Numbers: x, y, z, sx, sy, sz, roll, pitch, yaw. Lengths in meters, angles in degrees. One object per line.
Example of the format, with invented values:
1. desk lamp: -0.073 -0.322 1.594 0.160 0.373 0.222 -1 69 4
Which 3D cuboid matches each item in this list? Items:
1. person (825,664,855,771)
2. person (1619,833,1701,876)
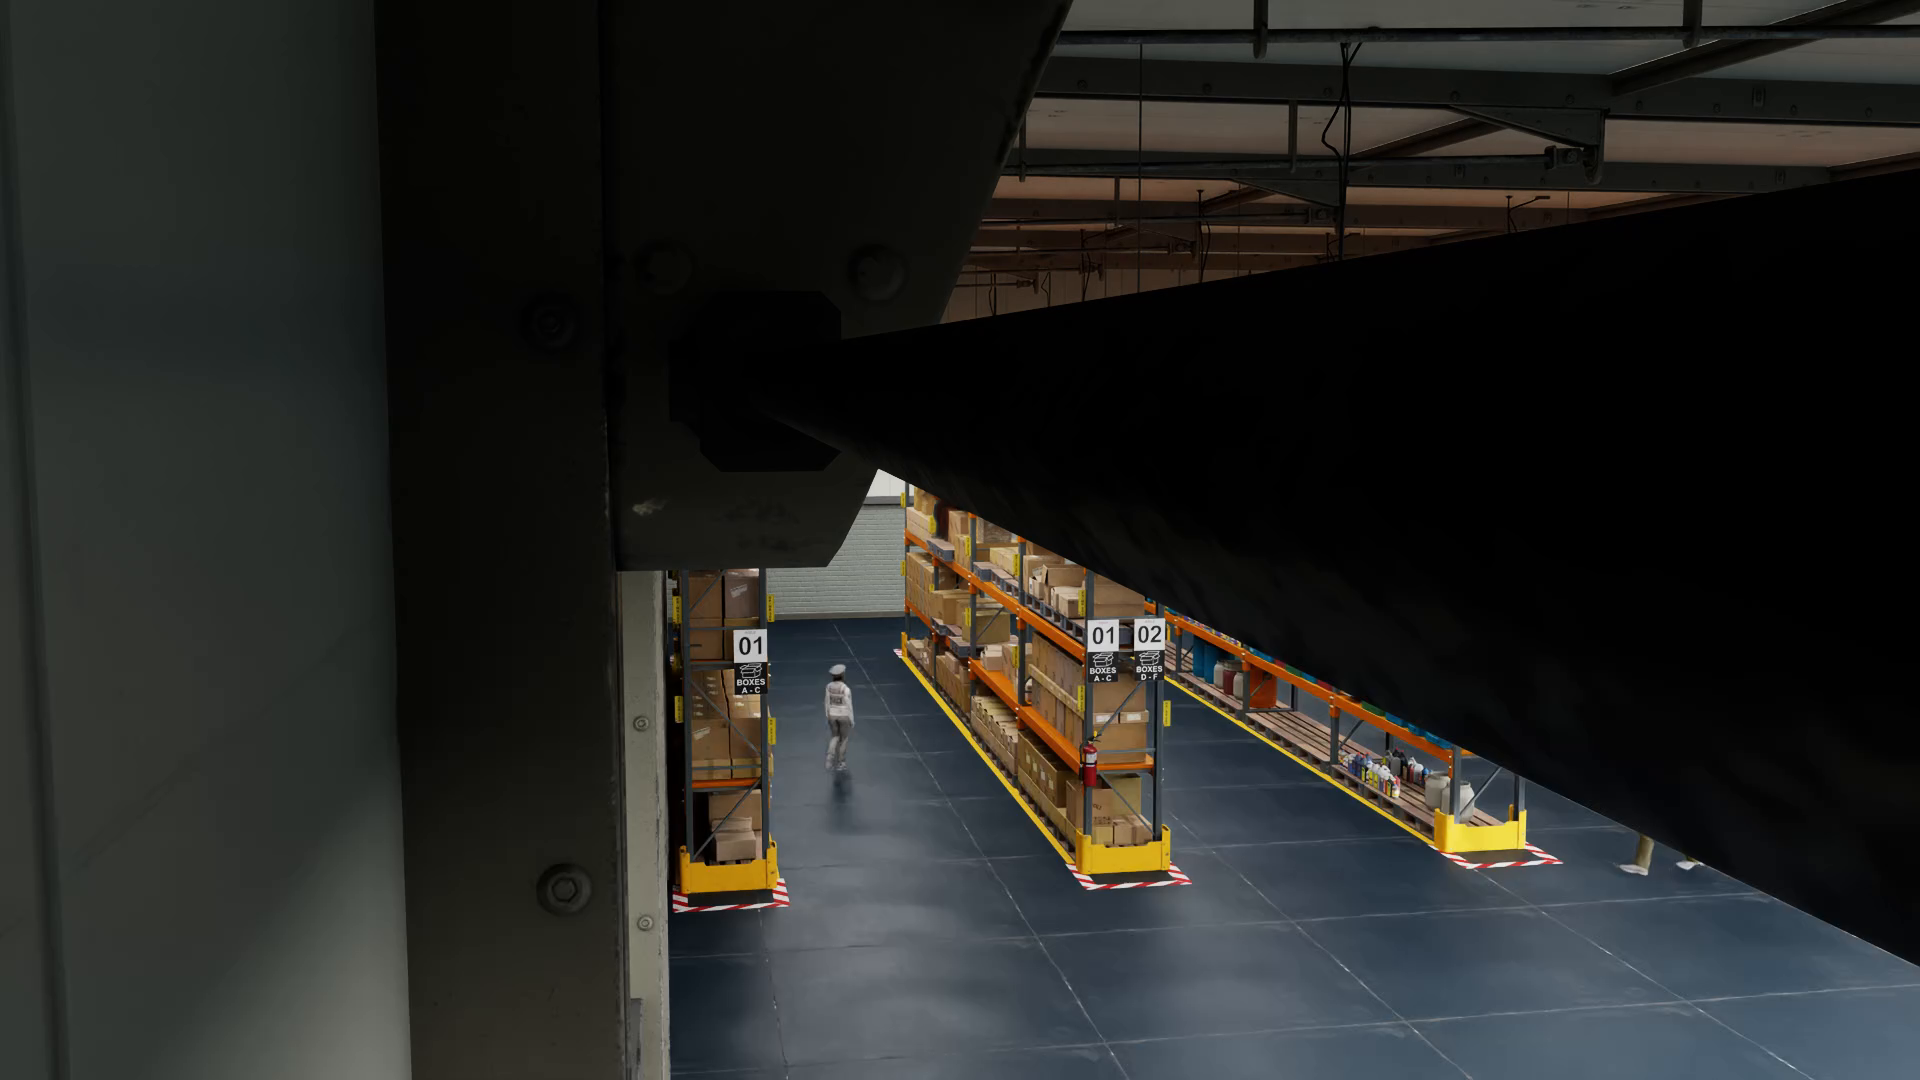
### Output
1. person: -1.901 2.781 26.019 0.496 1.687 0.452 3 7 26
2. person: 8.817 3.315 20.742 1.117 1.737 0.529 -4 7 -31
